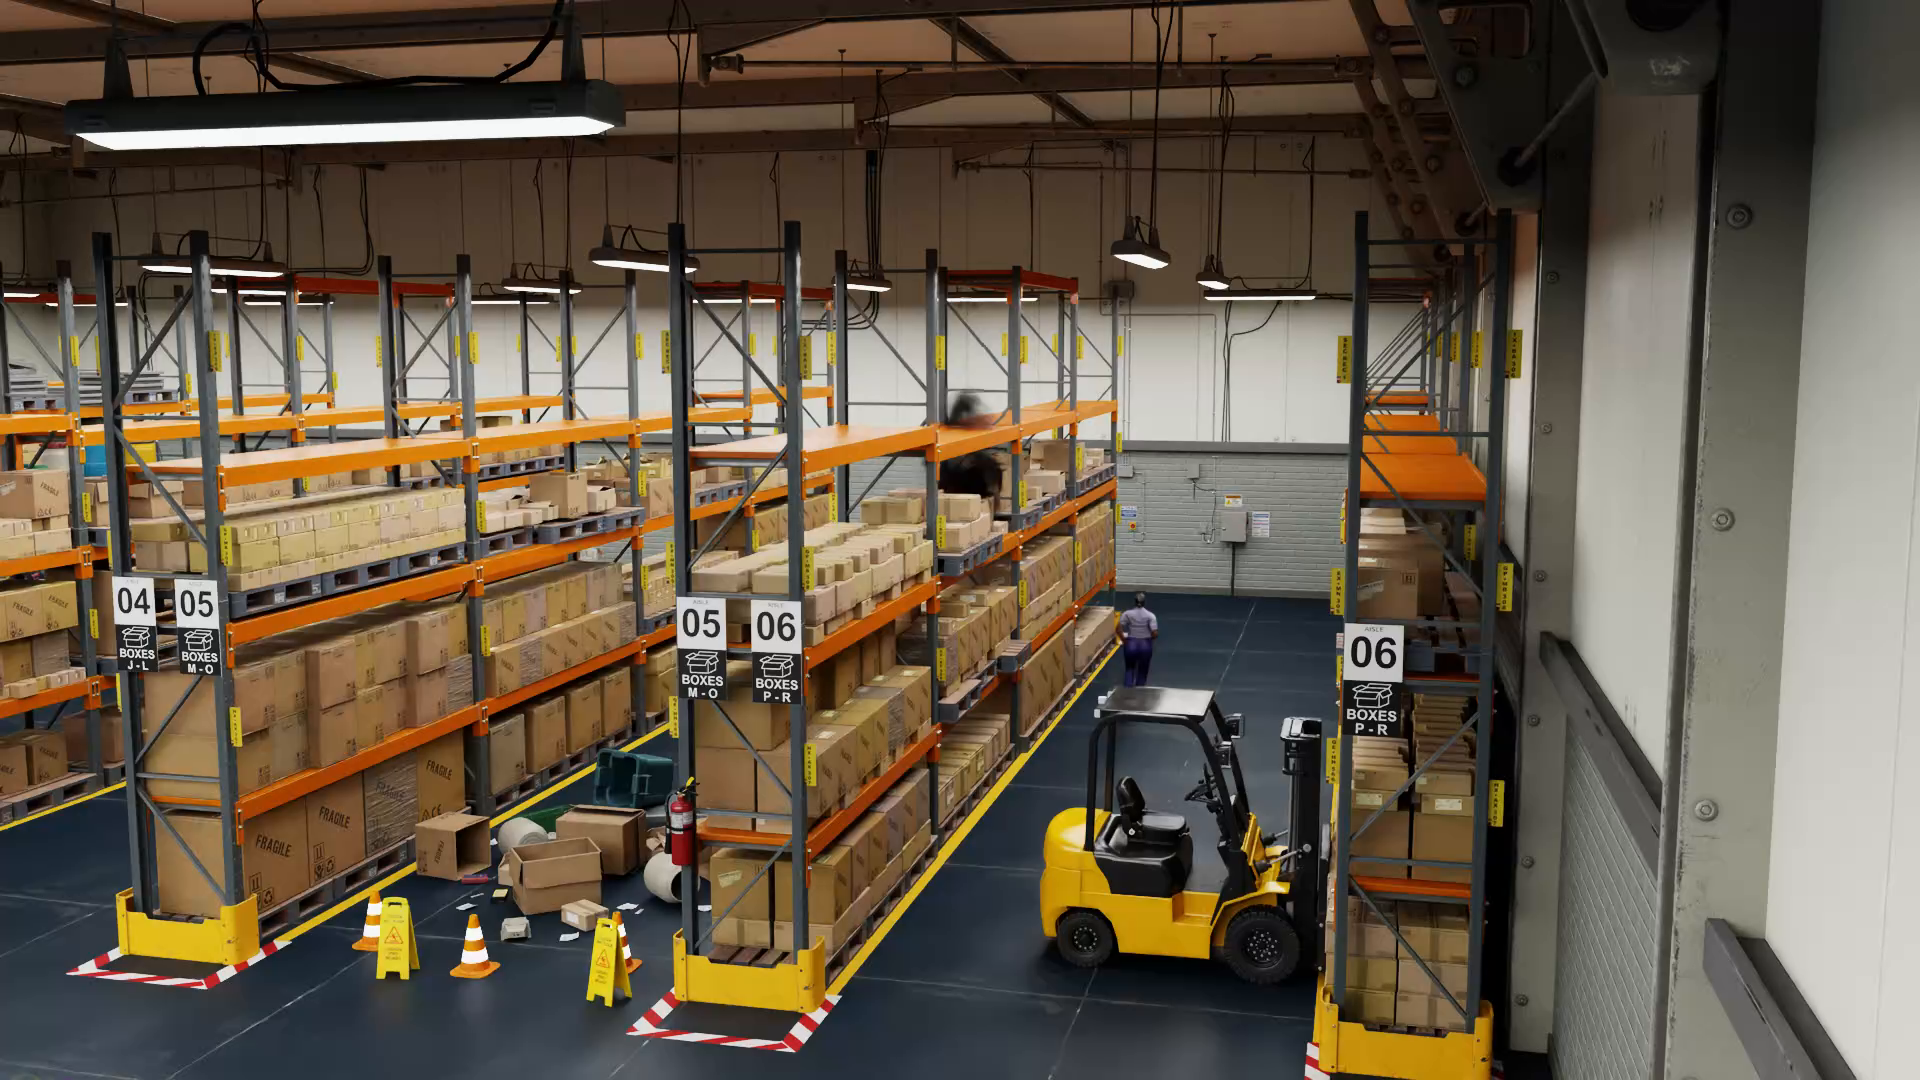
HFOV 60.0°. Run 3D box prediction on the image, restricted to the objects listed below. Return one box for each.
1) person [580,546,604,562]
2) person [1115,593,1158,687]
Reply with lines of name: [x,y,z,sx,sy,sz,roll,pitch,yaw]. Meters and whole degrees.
person: [-7.105,0.487,31.848,0.552,1.609,0.613,5,8,33]
person: [2.492,1.527,23.292,0.579,1.604,0.576,2,7,15]
